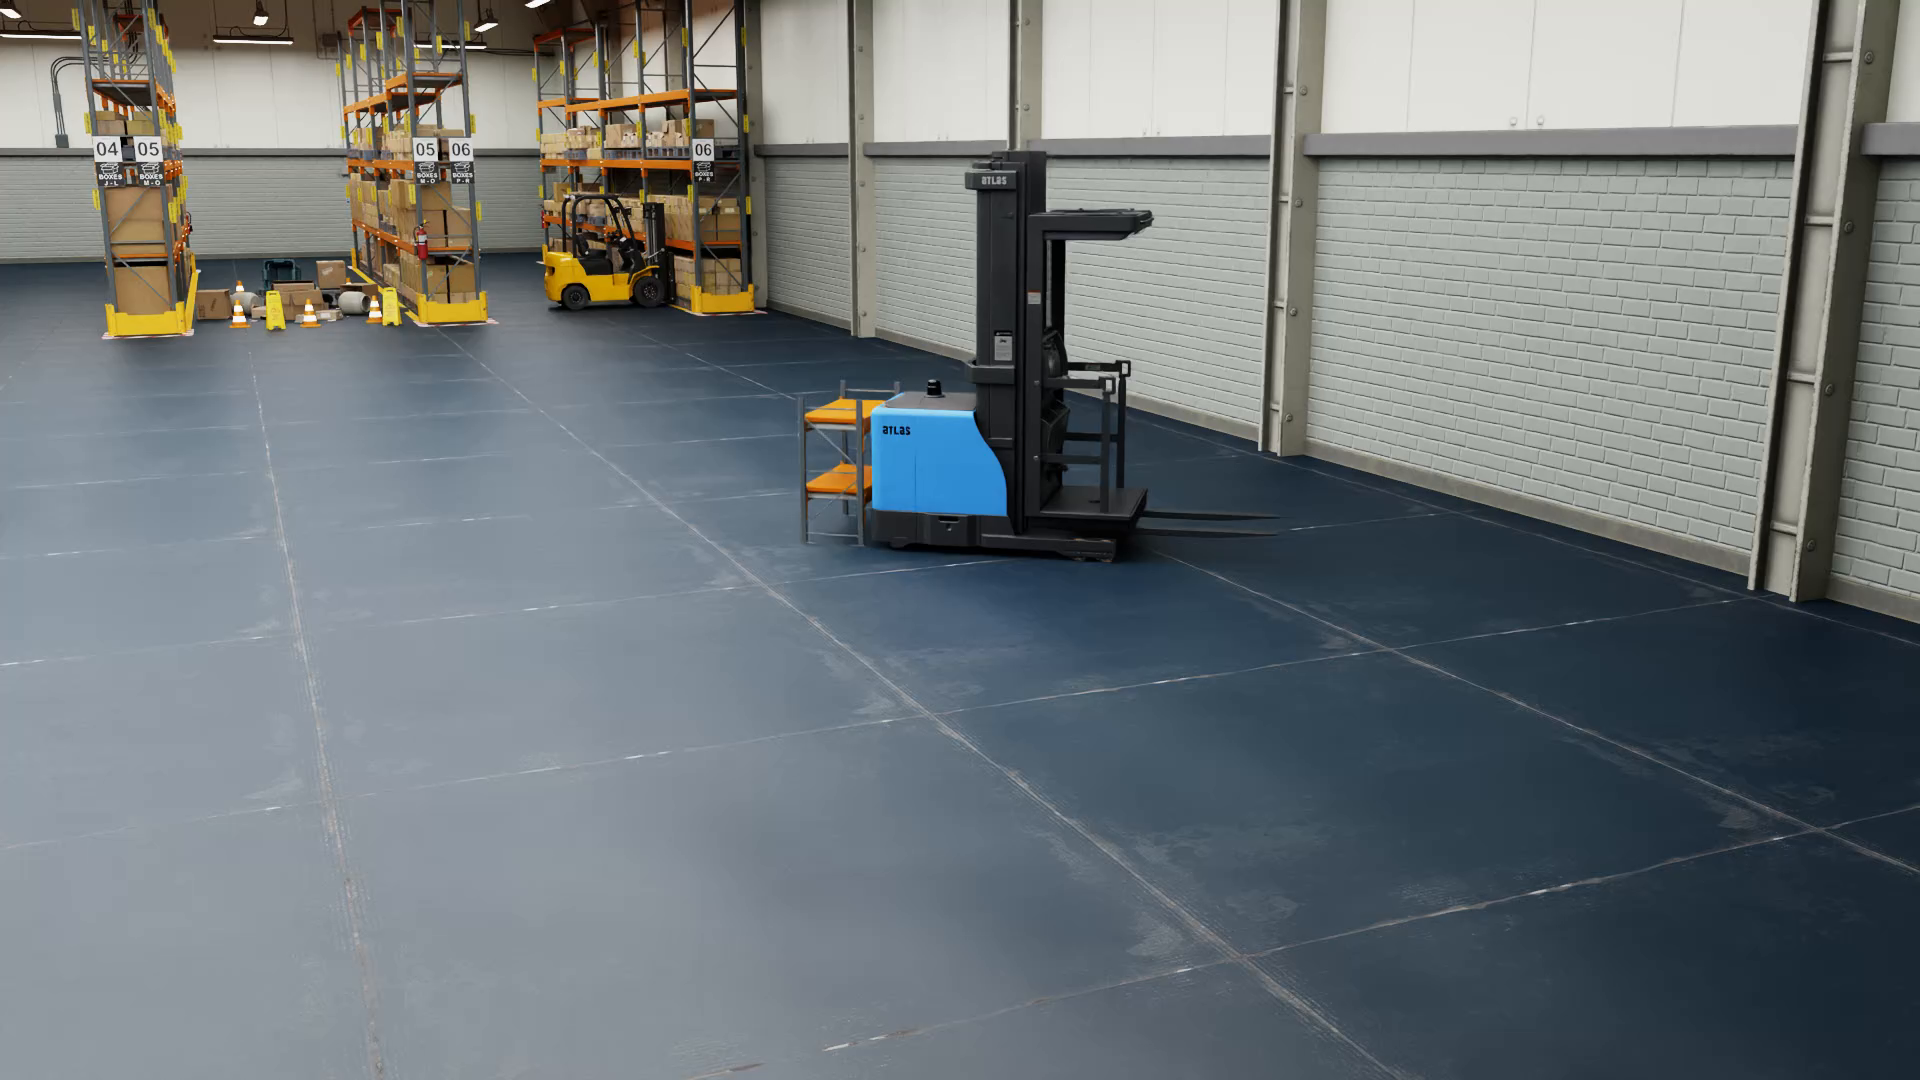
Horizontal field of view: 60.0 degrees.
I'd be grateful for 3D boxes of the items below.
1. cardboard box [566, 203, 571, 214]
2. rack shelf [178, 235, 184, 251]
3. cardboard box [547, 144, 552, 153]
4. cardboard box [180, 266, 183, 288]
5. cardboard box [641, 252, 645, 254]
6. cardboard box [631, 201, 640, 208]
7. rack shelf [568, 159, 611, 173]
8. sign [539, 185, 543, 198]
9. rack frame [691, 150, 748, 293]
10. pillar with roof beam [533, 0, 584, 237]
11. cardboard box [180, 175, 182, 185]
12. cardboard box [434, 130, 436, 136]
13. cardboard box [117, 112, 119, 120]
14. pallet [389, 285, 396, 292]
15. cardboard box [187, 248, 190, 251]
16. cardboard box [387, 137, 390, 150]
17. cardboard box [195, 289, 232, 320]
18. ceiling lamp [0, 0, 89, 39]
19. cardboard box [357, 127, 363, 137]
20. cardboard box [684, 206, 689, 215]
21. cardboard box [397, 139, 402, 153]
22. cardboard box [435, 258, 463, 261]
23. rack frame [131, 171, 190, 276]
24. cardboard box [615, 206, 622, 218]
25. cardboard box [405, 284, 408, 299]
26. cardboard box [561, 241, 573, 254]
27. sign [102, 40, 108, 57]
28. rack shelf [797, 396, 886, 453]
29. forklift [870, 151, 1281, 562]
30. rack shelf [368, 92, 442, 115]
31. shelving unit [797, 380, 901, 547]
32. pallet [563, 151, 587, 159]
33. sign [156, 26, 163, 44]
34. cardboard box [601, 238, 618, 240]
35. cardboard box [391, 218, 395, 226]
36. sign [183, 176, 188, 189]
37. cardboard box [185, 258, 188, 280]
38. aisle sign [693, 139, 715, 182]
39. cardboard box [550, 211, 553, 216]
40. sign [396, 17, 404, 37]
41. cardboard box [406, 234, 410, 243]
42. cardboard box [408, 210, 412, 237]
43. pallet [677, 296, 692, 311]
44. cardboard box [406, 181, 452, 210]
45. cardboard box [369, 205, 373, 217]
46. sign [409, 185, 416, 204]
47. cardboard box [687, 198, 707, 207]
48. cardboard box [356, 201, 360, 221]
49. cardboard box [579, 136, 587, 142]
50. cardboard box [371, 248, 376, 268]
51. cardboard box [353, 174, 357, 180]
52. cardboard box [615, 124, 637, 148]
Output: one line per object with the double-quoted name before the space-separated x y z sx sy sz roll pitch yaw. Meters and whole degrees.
"cardboard box" -9.765 -8.470 42.485 0.500 0.250 0.500 -5 14 -22
"rack shelf" -15.975 -5.807 32.905 1.077 0.370 4.000 -6 14 -23
"cardboard box" -10.596 -10.348 43.948 0.500 0.250 0.500 -6 14 -25
"cardboard box" -16.262 -5.365 33.458 1.050 0.750 0.750 -5 14 -22
"cardboard box" -6.656 -5.977 36.378 0.875 0.625 0.625 -6 14 -24
"cardboard box" -6.869 -7.226 35.780 0.380 0.149 0.250 -6 14 -25
"rack shelf" -8.536 -9.012 40.100 1.077 0.370 4.000 -6 14 -23
"sign" -11.436 -9.514 45.403 0.100 0.325 0.005 -6 14 -23
"rack frame" -4.530 -5.835 31.430 1.000 3.000 0.127 -6 14 -23
"pillar with roof beam" -15.138 -12.313 46.115 9.100 9.000 0.548 -6 14 -23
"cardboard box" -18.731 -8.406 39.439 0.500 0.500 0.500 -5 14 -22
"cardboard box" -9.411 -7.414 30.389 0.380 0.149 0.250 -6 14 -23
"cardboard box" -14.324 -7.096 27.860 0.380 0.149 0.250 -5 14 -22
"pallet" -11.485 -5.267 35.160 1.003 0.211 1.213 -6 14 -23
"cardboard box" -19.269 -7.144 41.155 0.380 0.149 0.250 -6 14 -24
"cardboard box" -11.447 -8.124 34.066 0.500 0.250 0.500 -5 14 -22
"cardboard box" -13.612 -4.300 30.335 0.500 0.500 0.500 -3 13 -13
"ceiling lamp" -23.318 -14.347 41.956 2.000 3.185 0.800 -6 14 -23
"cardboard box" -14.453 -9.906 40.984 0.797 0.503 0.637 -4 14 -19
"cardboard box" -5.055 -6.296 31.762 0.380 0.149 0.250 -5 14 -22
"cardboard box" -10.146 -7.316 30.847 0.500 0.250 0.500 -5 14 -22
"cardboard box" -9.785 -5.135 31.907 0.500 0.500 0.500 -5 14 -20
"rack frame" -18.379 -7.397 38.180 1.000 3.000 0.127 -6 14 -23
"cardboard box" -7.388 -7.332 37.119 0.500 0.250 0.500 -6 14 -24
"cardboard box" -10.466 -4.822 32.219 0.500 0.250 0.500 -5 14 -20
"cardboard box" -10.059 -7.598 43.659 0.700 0.500 0.500 -6 14 -25
"sign" -17.270 -9.936 33.598 0.100 0.325 0.005 -6 14 -23
"rack shelf" -0.849 -0.908 13.002 0.538 0.278 1.000 3 13 14
"forklift" 0.894 -1.395 12.396 3.031 2.935 1.130 3 13 12
"rack shelf" -11.480 -9.003 34.295 1.077 0.370 4.000 -6 14 -23
"shelving unit" -0.849 -0.623 13.068 0.538 1.125 1.048 3 13 14
"pallet" -9.140 -9.543 41.216 1.213 0.211 1.003 -6 14 -23
"sign" -14.656 -9.245 30.433 0.100 0.325 0.005 -6 14 -23
"cardboard box" -8.815 -7.513 41.855 0.380 0.149 0.250 -6 14 -23
"cardboard box" -11.364 -6.482 33.851 0.380 0.149 0.250 -6 14 -24
"sign" -19.464 -8.988 41.783 0.100 0.325 0.005 -6 14 -23
"cardboard box" -17.031 -5.831 36.022 0.500 0.500 0.500 -5 14 -22
"aisle sign" -4.773 -7.062 30.964 0.394 0.787 0.004 -6 14 -23
"cardboard box" -10.915 -8.877 45.132 0.380 0.149 0.250 -5 14 -22
"sign" -9.593 -8.795 28.492 0.100 0.325 0.005 -6 14 -23
"cardboard box" -10.216 -5.681 31.323 0.380 0.149 0.250 -6 14 -23
"cardboard box" -9.743 -5.771 30.271 0.500 0.500 0.500 -6 14 -23
"pallet" -4.875 -4.631 32.411 1.003 0.211 1.213 -6 14 -23
"cardboard box" -9.481 -6.153 29.703 0.700 0.500 0.500 -6 14 -24
"cardboard box" -13.141 -7.496 37.830 0.500 0.250 0.500 -6 14 -24
"sign" -9.593 -6.058 29.125 0.100 0.325 0.005 -6 14 -23
"cardboard box" -4.994 -6.448 31.758 0.380 0.149 0.250 -6 14 -23
"cardboard box" -14.730 -8.195 41.405 0.500 0.500 0.500 -6 14 -24
"cardboard box" -8.949 -9.638 39.951 0.380 0.149 0.250 -6 14 -23
"cardboard box" -14.037 -6.961 41.046 0.875 0.438 0.875 -6 14 -24
"cardboard box" -15.015 -9.121 41.749 0.380 0.149 0.250 -6 14 -24
"cardboard box" -7.260 -8.870 36.513 0.500 0.500 0.500 -5 14 -22
